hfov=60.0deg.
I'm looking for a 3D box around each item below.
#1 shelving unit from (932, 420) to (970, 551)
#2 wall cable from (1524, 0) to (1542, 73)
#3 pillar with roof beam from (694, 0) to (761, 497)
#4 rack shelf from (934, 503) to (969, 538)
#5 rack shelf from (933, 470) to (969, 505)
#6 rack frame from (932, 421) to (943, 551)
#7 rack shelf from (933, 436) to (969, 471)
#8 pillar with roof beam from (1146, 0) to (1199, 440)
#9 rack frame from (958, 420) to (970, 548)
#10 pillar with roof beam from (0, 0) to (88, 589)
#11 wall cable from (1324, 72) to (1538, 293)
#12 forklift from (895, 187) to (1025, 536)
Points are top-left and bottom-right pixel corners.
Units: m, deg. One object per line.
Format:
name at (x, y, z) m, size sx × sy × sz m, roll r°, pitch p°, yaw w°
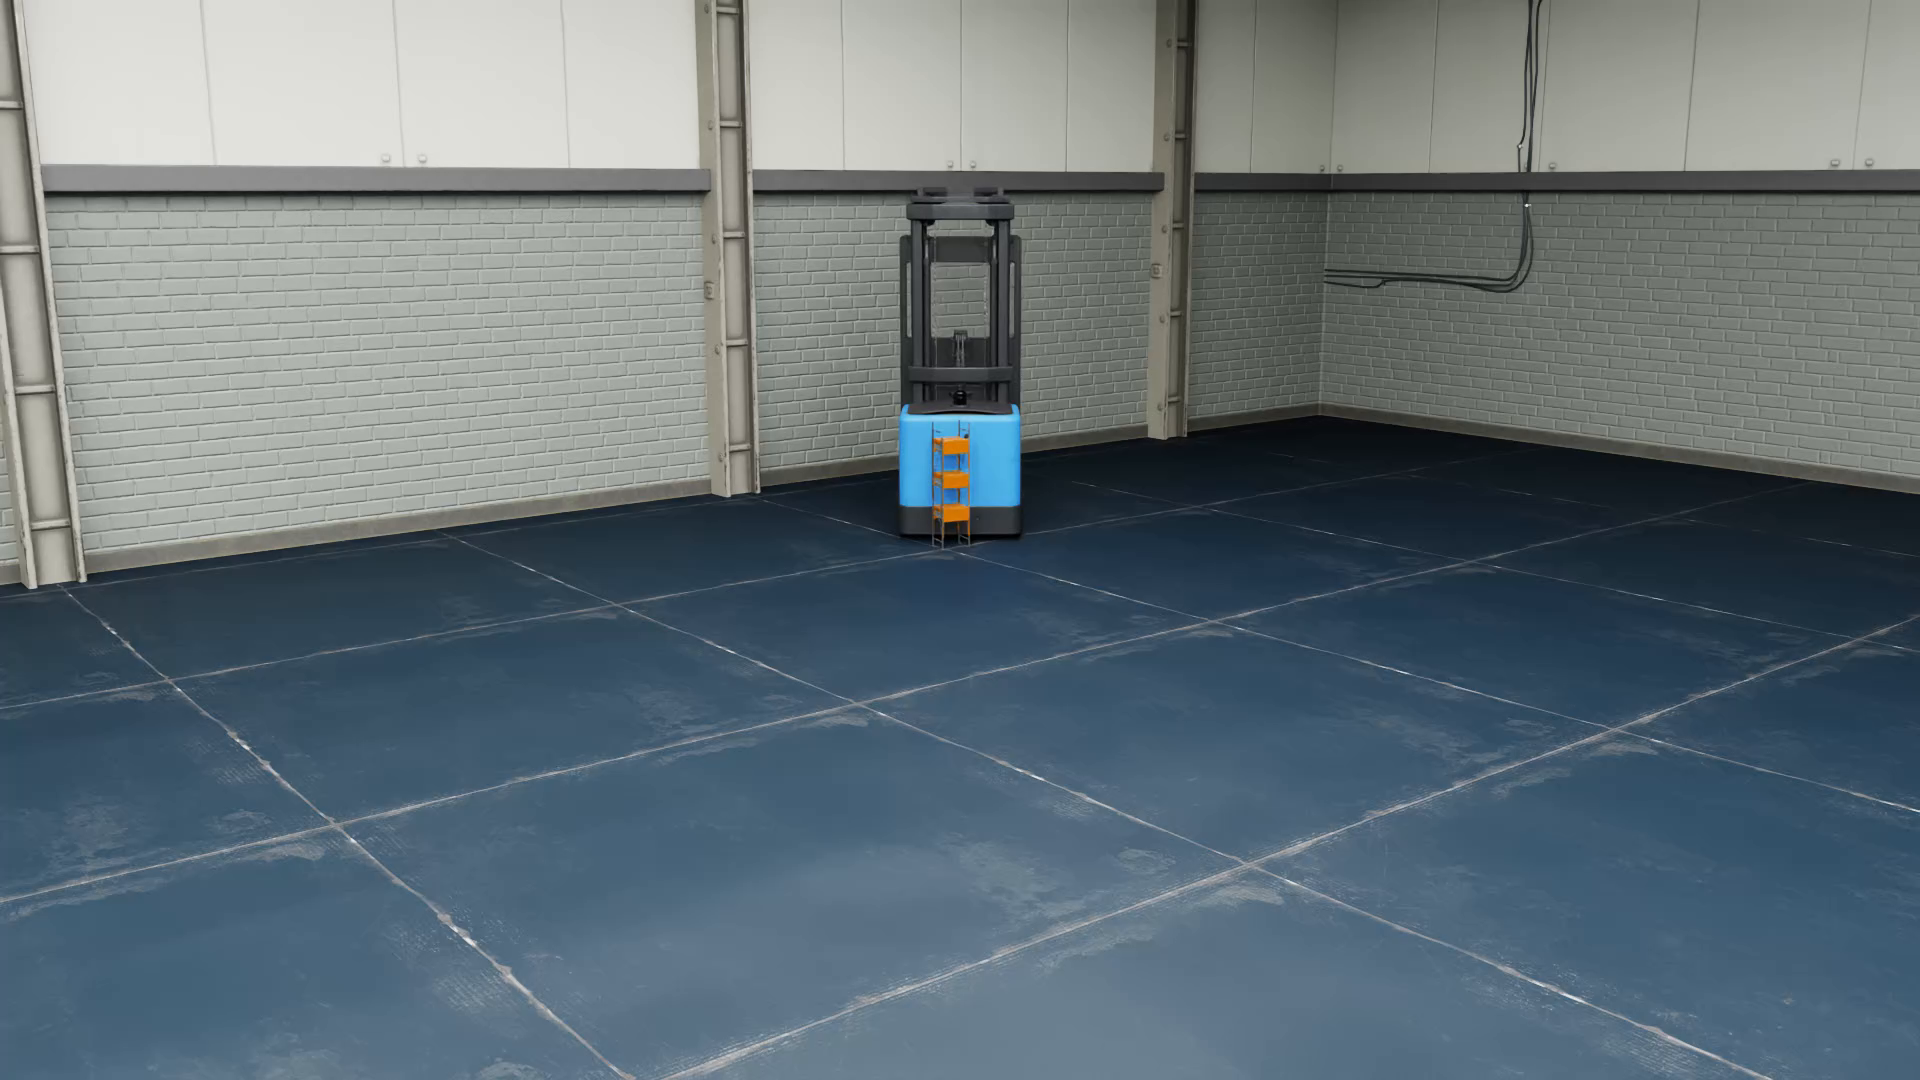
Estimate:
shelving unit at (-0.076, -0.455, 13.743) m, size 0.252 × 1.050 × 0.215 m, roll -6°, pitch 13°, yaw -26°
wall cable at (7.299, -6.325, 17.566) m, size 0.112 × 2.526 × 3.097 m, roll -9°, pitch 15°, yaw -38°
pillar with roof beam at (0.486, -4.167, 12.090) m, size 0.400 × 9.000 × 9.100 m, roll -9°, pitch 15°, yaw -38°
rack shelf at (-0.076, -0.173, 13.803) m, size 0.240 × 0.259 × 0.215 m, roll -6°, pitch 13°, yaw -26°
rack shelf at (-0.076, -0.444, 13.745) m, size 0.240 × 0.259 × 0.215 m, roll -6°, pitch 13°, yaw -26°
rack frame at (-0.186, -0.443, 13.689) m, size 0.008 × 1.050 × 0.200 m, roll -6°, pitch 13°, yaw -26°
rack shelf at (-0.076, -0.722, 13.686) m, size 0.240 × 0.259 × 0.215 m, roll -6°, pitch 13°, yaw -26°
pillar with roof beam at (5.171, -4.946, 15.756) m, size 0.400 × 9.000 × 9.100 m, roll -9°, pitch 15°, yaw -38°
rack frame at (0.033, -0.466, 13.796) m, size 0.008 × 1.050 × 0.200 m, roll -6°, pitch 13°, yaw -26°
pillar with roof beam at (-4.199, -3.389, 8.423) m, size 0.400 × 9.000 × 9.100 m, roll -9°, pitch 15°, yaw -38°
wall cable at (5.609, -4.293, 20.157) m, size 0.112 × 2.526 × 3.097 m, roll -9°, pitch 15°, yaw -38°
forklift at (0.006, -1.724, 15.191) m, size 1.130 × 2.935 × 3.031 m, roll 0°, pitch 12°, yaw 0°
